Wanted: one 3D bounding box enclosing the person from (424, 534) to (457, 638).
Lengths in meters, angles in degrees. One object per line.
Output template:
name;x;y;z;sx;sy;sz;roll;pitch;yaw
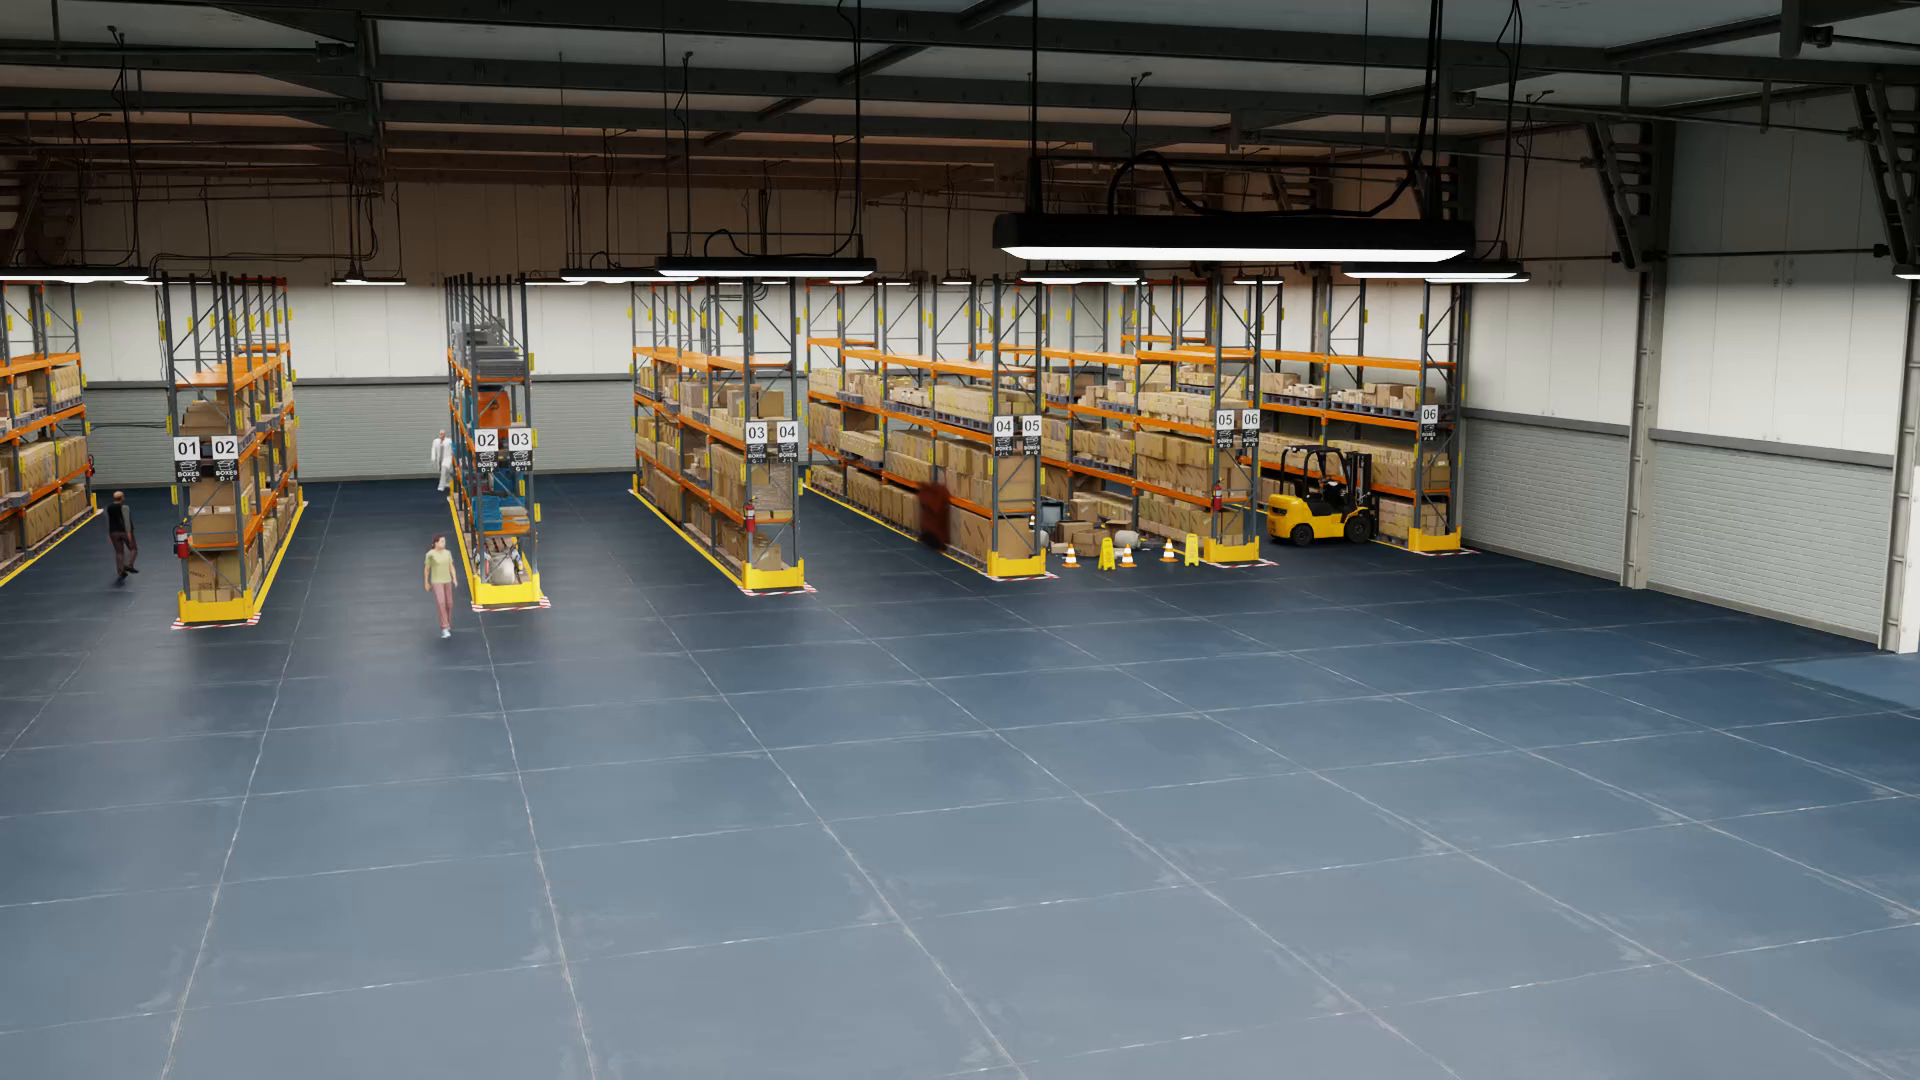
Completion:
person;-8.590;0.744;27.746;0.472;1.663;0.743;-8;12;-42

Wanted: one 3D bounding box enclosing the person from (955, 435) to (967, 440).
person;0.085;-2.835;51.166;0.561;1.661;0.477;-3;9;-22

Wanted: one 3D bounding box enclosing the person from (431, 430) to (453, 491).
person;-14.733;-2.290;47.394;0.543;1.720;1.202;2;9;10

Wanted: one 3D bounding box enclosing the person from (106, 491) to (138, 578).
person;-16.672;-0.109;33.036;0.580;1.696;0.492;-2;9;-10
